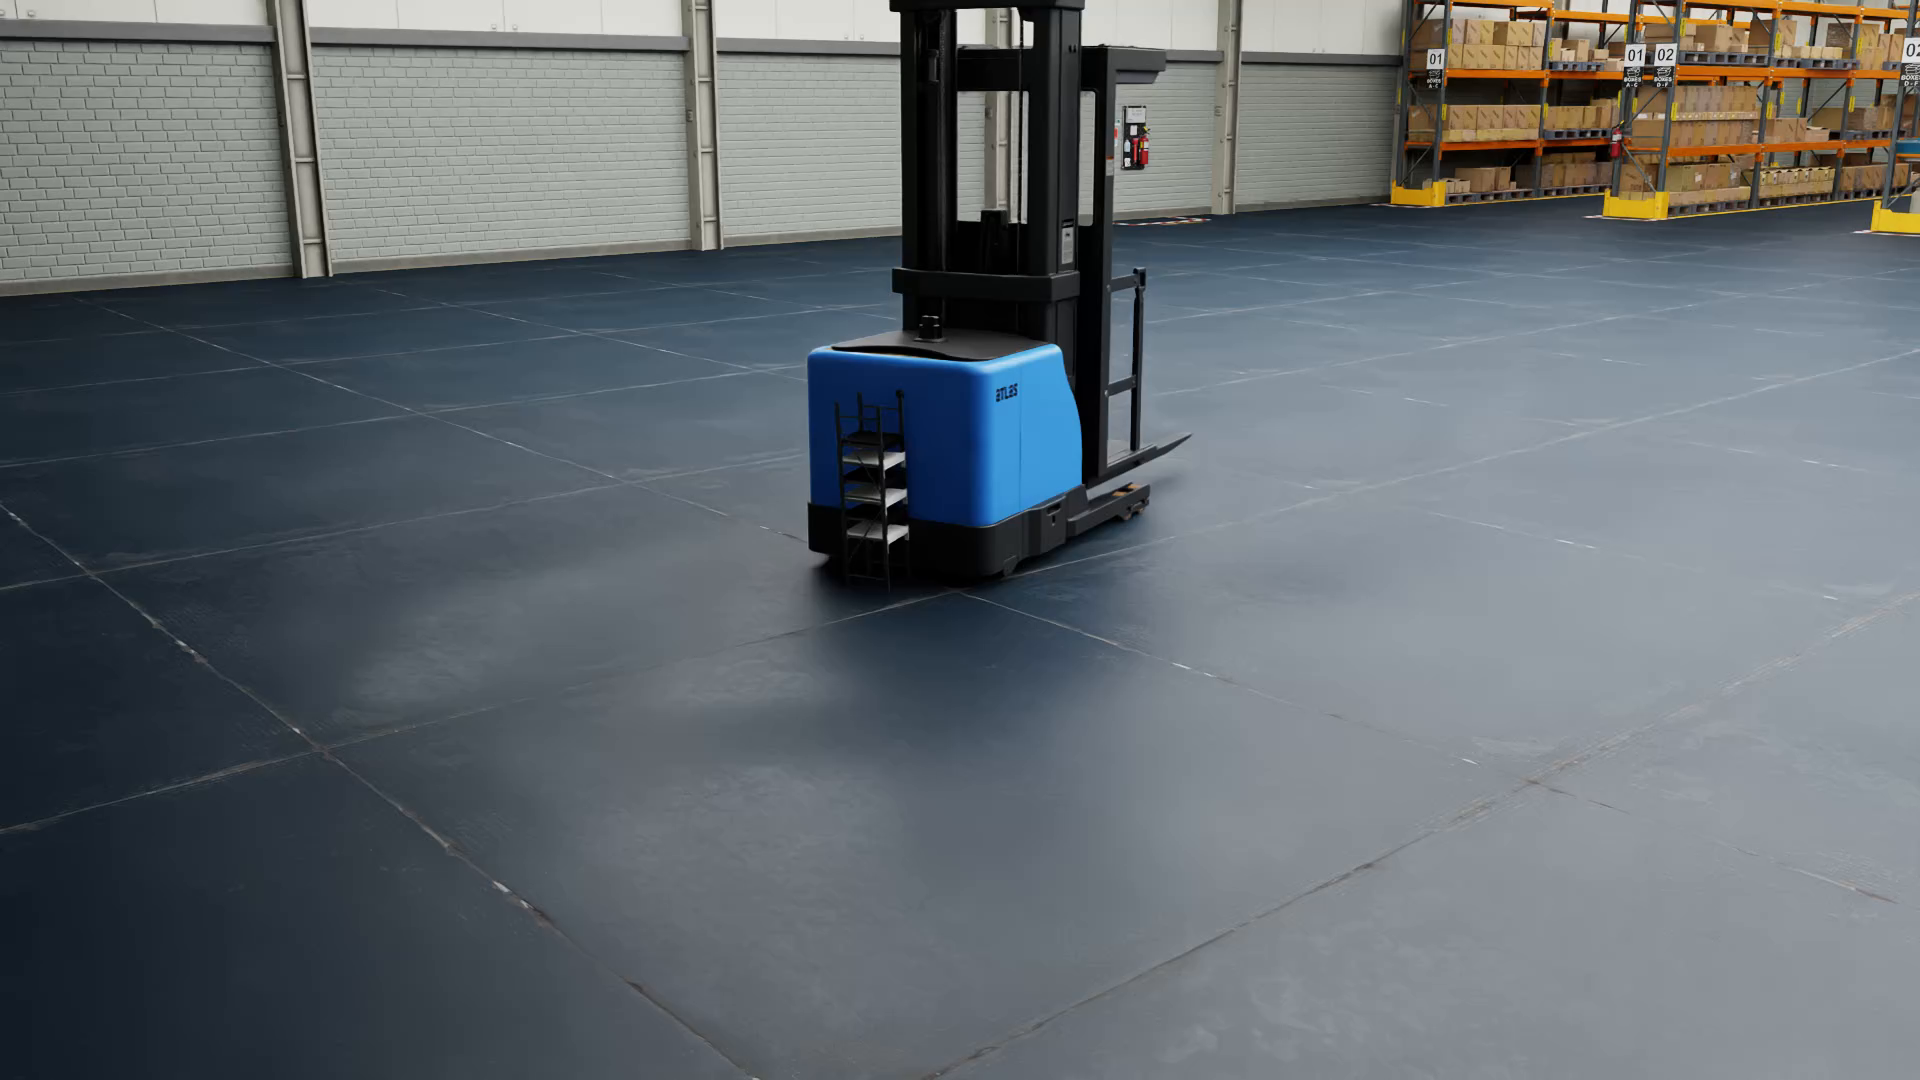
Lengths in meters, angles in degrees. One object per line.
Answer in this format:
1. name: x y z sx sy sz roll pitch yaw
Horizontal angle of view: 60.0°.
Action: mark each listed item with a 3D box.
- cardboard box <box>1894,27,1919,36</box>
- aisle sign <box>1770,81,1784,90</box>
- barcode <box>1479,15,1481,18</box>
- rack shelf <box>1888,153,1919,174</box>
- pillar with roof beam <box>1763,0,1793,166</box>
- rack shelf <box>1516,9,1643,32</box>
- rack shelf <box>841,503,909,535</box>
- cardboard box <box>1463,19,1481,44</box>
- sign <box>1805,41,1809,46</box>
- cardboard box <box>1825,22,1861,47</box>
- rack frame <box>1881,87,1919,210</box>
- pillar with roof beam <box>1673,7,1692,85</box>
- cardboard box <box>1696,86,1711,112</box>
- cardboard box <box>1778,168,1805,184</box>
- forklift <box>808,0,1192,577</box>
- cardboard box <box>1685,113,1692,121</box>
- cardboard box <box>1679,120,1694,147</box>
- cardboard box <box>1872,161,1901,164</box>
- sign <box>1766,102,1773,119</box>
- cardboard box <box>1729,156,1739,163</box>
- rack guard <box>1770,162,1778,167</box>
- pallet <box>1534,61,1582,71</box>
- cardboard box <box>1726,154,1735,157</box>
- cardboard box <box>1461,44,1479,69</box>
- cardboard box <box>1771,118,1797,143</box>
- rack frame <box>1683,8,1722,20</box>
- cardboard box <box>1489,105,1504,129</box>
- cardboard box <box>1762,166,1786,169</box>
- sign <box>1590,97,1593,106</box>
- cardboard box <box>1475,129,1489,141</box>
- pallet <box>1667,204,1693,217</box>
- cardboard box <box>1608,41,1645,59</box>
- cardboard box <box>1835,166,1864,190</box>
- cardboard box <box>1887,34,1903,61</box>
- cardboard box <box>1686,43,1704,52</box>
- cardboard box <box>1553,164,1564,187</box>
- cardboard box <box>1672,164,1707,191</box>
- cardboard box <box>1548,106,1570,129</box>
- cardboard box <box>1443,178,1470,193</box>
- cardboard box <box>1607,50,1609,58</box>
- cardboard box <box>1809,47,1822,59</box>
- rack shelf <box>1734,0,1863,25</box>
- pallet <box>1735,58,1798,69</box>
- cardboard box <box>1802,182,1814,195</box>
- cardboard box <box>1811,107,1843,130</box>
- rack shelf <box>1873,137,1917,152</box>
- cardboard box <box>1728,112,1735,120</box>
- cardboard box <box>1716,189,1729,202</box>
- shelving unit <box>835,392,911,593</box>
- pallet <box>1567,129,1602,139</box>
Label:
1. cardboard box: 22.418 -11.785 39.113 0.500 0.500 0.700 -13 19 -39
2. aisle sign: 22.090 -12.565 44.942 0.004 0.787 0.394 -13 19 -39
3. barcode: 11.456 -11.538 36.640 0.075 0.075 0.001 -13 19 -39
4. rack shelf: 17.781 -6.708 29.444 4.000 0.370 1.077 -13 19 -39
5. pillar with roof beam: 26.134 -14.042 43.881 0.400 9.000 9.100 -13 19 -39
6. rack shelf: 14.295 -12.019 38.479 4.000 0.370 1.077 -13 19 -39
7. rack shelf: -0.402 -0.106 7.853 0.258 0.077 0.200 8 21 26
8. cardboard box: 10.631 -10.729 35.120 0.500 0.500 0.500 -13 20 -40
9. sign: 18.704 -10.842 36.712 0.005 0.325 0.100 -13 19 -39
10. cardboard box: 19.392 -11.090 36.512 0.500 0.500 0.500 -13 19 -39
11. rack frame: 16.272 -6.717 28.083 0.127 3.000 1.000 -13 19 -39
12. pillar with roof beam: 21.608 -13.025 40.076 0.400 9.000 9.100 -13 19 -39
13. cardboard box: 14.197 -8.618 32.493 0.500 0.500 0.700 -13 19 -39
14. cardboard box: 17.675 -7.787 35.517 0.500 0.311 0.500 -12 19 -38
15. forklift: 0.410 -1.571 8.950 1.130 2.935 3.031 8 17 29
16. cardboard box: 13.848 -8.155 32.017 0.250 0.149 0.380 -13 19 -39
17. cardboard box: 13.777 -7.896 32.306 0.500 0.500 0.700 -12 19 -38
18. cardboard box: 22.320 -8.871 40.140 0.500 0.500 0.500 -13 19 -39
19. sign: 16.407 -8.708 33.707 0.005 0.325 0.100 -13 19 -39
20. cardboard box: 20.223 -9.951 44.222 0.500 0.500 0.700 -12 19 -38
21. rack guard: 21.857 -10.152 45.788 0.348 0.500 1.175 -13 19 -39
22. pallet: 13.322 -10.765 37.791 1.003 0.211 1.213 -13 19 -39
23. cardboard box: 20.225 -10.204 43.913 0.250 0.149 0.380 -13 20 -41
24. cardboard box: 10.614 -10.244 35.245 0.500 0.500 0.500 -11 19 -36
25. cardboard box: 17.407 -8.708 35.346 0.500 0.500 0.500 -13 19 -39
26. rack frame: 18.822 -13.577 42.139 0.127 3.000 1.000 -13 19 -39
27. cardboard box: 11.481 -9.225 36.272 0.500 0.500 0.500 -12 19 -38
28. cardboard box: 17.694 -7.974 36.218 0.500 0.311 0.500 -13 20 -41
29. sign: 15.437 -10.667 40.630 0.005 0.325 0.100 -13 19 -39
30. cardboard box: 11.116 -8.779 36.056 0.500 0.250 0.500 -13 20 -40
31. pallet: 13.573 -6.472 32.571 1.213 0.211 1.003 -13 19 -39
32. cardboard box: 16.125 -11.802 40.264 0.700 0.500 0.500 14 21 43
33. cardboard box: 19.981 -8.153 37.451 0.500 0.500 0.500 -14 20 -41
34. cardboard box: 21.159 -11.274 38.132 0.600 0.600 0.600 -13 20 -40
35. cardboard box: 14.027 -9.445 31.886 0.250 0.149 0.380 -13 19 -39
36. cardboard box: 13.688 -8.553 38.949 0.500 0.500 0.700 -13 20 -40
37. cardboard box: 14.319 -7.138 32.722 0.500 0.500 0.500 -13 19 -39
38. cardboard box: 13.619 -9.757 38.417 0.500 0.500 0.700 -10 18 -34
39. cardboard box: 10.780 -7.755 36.328 0.500 0.311 0.500 -11 18 -35
40. cardboard box: 15.110 -11.430 39.685 0.500 0.500 0.500 -13 19 -39
41. cardboard box: 17.931 -10.342 35.318 0.500 0.250 0.500 -13 20 -40
42. rack shelf: 17.550 -11.056 34.871 4.000 0.370 1.077 -13 19 -39
43. pallet: 16.698 -9.868 34.438 1.217 0.209 0.805 -14 20 -42
44. cardboard box: 18.054 -7.602 35.912 0.500 0.250 0.500 -12 19 -38
45. cardboard box: 19.460 -9.417 37.183 0.700 0.500 0.500 8 17 28
46. rack shelf: 23.585 -9.706 40.667 4.000 0.370 1.077 -13 19 -39
47. cardboard box: 15.208 -8.461 33.163 0.250 0.149 0.380 -13 20 -40
48. cardboard box: 15.084 -6.942 33.441 0.500 0.250 0.500 -13 19 -39
49. shelving unit: -0.406 -0.223 7.814 0.258 0.900 0.210 8 21 26
50. pallet: 14.338 -9.565 39.116 1.213 0.211 1.003 -13 19 -39
